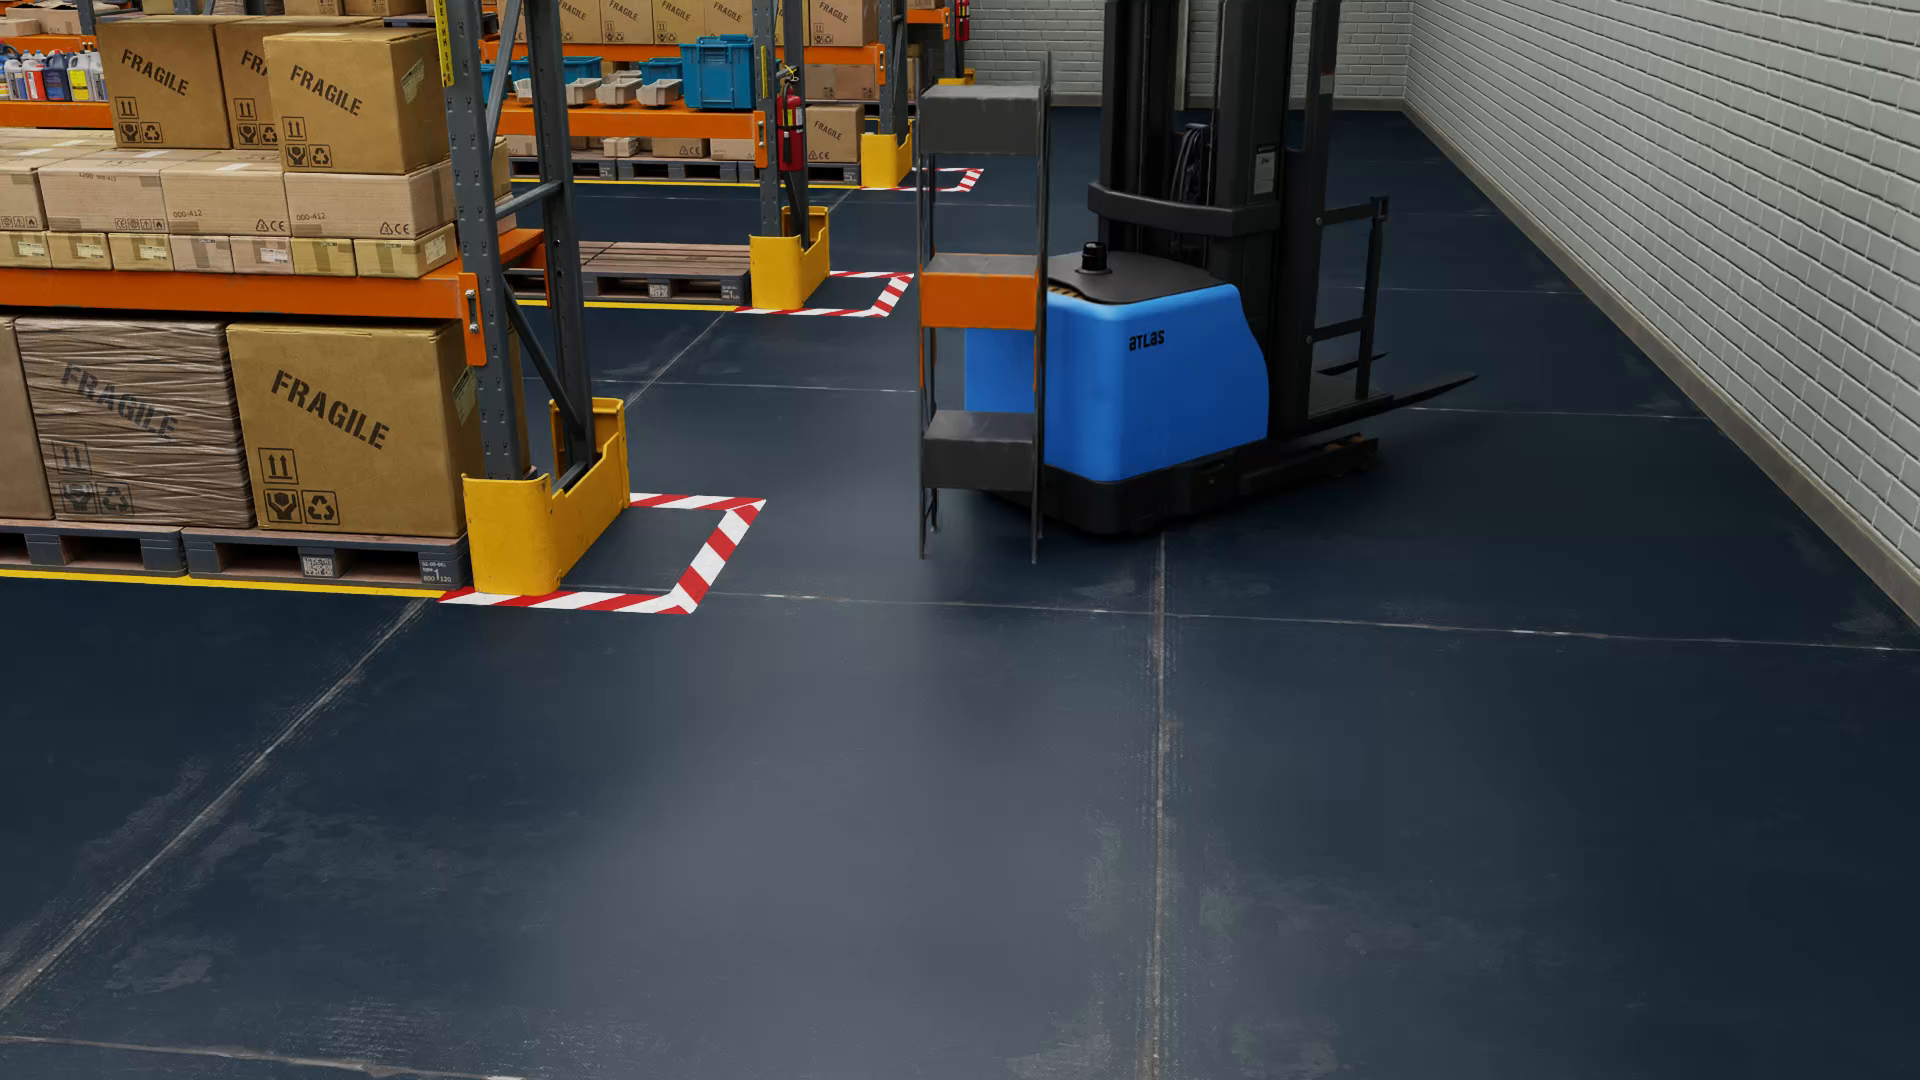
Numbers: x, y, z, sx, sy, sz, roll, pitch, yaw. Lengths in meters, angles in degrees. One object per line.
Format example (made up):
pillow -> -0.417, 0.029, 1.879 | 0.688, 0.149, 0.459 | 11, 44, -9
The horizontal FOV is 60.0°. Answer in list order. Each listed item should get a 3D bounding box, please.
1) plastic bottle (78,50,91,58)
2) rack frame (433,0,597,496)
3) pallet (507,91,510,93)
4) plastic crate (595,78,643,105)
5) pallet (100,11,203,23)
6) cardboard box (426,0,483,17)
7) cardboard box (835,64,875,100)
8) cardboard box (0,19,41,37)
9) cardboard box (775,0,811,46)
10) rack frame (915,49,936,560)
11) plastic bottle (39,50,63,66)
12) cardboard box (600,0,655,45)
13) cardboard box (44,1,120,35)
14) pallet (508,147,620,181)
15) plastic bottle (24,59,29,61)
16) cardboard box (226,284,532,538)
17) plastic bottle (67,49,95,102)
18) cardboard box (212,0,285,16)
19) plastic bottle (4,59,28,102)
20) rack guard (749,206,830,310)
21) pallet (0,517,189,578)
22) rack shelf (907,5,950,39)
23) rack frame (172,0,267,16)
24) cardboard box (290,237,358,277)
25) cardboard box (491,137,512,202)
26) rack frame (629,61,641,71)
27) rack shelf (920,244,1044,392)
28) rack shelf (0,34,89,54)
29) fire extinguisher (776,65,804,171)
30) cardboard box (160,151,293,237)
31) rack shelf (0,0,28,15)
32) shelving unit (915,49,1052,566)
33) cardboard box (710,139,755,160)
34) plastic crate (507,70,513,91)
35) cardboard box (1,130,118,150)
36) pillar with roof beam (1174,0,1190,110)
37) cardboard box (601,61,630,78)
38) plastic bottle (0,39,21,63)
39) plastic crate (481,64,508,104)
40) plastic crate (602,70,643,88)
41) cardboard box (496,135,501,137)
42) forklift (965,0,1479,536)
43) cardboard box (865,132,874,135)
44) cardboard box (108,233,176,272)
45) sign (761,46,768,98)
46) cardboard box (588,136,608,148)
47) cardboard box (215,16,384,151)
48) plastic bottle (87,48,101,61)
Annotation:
plastic bottle -> -6.538, -3.505, 12.394 | 0.135, 0.276, 0.152 | 2, 22, 6
rack frame -> -1.814, -1.382, 6.855 | 0.127, 3.000, 1.000 | 2, 22, 6
pallet -> -6.028, -5.741, 21.675 | 1.213, 0.211, 1.003 | 2, 22, 6
plastic crate -> -2.349, -3.082, 11.434 | 0.243, 0.136, 0.396 | 2, 22, 6
pallet -> -7.908, -5.252, 16.905 | 1.003, 0.211, 1.213 | 2, 22, 6
cardboard box -> -5.061, -5.516, 16.604 | 0.500, 0.500, 0.700 | -5, 22, -12
cardboard box -> -1.269, -5.856, 21.000 | 0.500, 0.500, 0.700 | 2, 22, 6
cardboard box -> -9.515, -5.166, 16.768 | 0.250, 0.149, 0.380 | 2, 22, 6
cardboard box -> -1.637, -4.986, 15.836 | 0.500, 0.500, 0.500 | 3, 22, 7
rack frame -> -0.143, -0.962, 7.016 | 0.015, 2.100, 0.400 | 3, 22, 7
plastic bottle -> -6.768, -3.515, 12.419 | 0.135, 0.276, 0.152 | 2, 22, 6
cardboard box -> -3.137, -5.053, 16.005 | 0.500, 0.500, 0.500 | 2, 22, 6
cardboard box -> -8.945, -5.335, 16.975 | 0.500, 0.311, 0.500 | 4, 22, 10
pallet -> -3.935, -3.845, 16.878 | 1.213, 0.211, 1.003 | 2, 22, 6
plastic bottle -> -6.634, -3.292, 11.863 | 0.097, 0.271, 0.097 | 0, 22, 0
cardboard box -> -2.459, -0.588, 7.165 | 0.875, 0.875, 0.875 | 2, 22, 6
plastic bottle -> -6.155, -3.261, 11.675 | 0.185, 0.351, 0.144 | 2, 22, 6
cardboard box -> -7.065, -5.491, 16.542 | 0.500, 0.500, 0.700 | 7, 23, 16
plastic bottle -> -6.630, -3.248, 11.744 | 0.135, 0.276, 0.152 | 2, 22, 6
rack guard -> -1.206, -2.031, 11.898 | 0.348, 0.500, 1.175 | 2, 22, 6
pallet -> -3.826, -0.145, 7.519 | 1.213, 0.211, 1.003 | 2, 22, 6
rack shelf -> -2.052, -6.559, 20.930 | 4.000, 0.370, 1.077 | 2, 22, 6
rack frame -> -5.204, -3.363, 11.867 | 0.127, 3.000, 1.000 | 2, 22, 6
cardboard box -> -2.465, -1.171, 6.663 | 0.250, 0.149, 0.380 | 3, 22, 7
cardboard box -> -2.259, -1.570, 7.130 | 0.500, 0.250, 0.500 | 2, 22, 5
rack frame -> -4.038, -6.980, 21.016 | 0.127, 3.000, 1.000 | 2, 22, 6
rack shelf -> 0.100, -0.938, 6.993 | 0.480, 0.518, 0.431 | 3, 22, 7
rack shelf -> -10.575, -5.097, 17.230 | 4.000, 0.370, 1.077 | 2, 22, 6
fire extinguisher -> -1.135, -2.808, 11.076 | 0.183, 0.674, 0.296 | 2, 22, 6
cardboard box -> -2.830, -1.397, 6.692 | 0.500, 0.250, 0.500 | 2, 22, 5
rack shelf -> -13.968, -7.078, 22.243 | 4.000, 0.370, 1.077 | 2, 22, 6
shelving unit -> 0.100, -0.950, 6.988 | 0.503, 2.100, 0.431 | 3, 22, 7
cardboard box -> -2.154, -3.910, 16.392 | 0.500, 0.250, 0.500 | 2, 22, 6
plastic crate -> -3.439, -3.303, 11.992 | 0.466, 0.136, 0.293 | 2, 22, 6
cardboard box -> -3.793, -1.634, 7.291 | 0.500, 0.250, 0.500 | 2, 22, 5
pillar with roof beam -> 2.211, -8.224, 16.003 | 0.400, 9.000, 9.100 | 2, 22, 6
cardboard box -> -4.698, -6.157, 21.285 | 0.750, 0.750, 0.750 | 3, 22, 7
plastic bottle -> -7.120, -3.566, 12.448 | 0.185, 0.351, 0.144 | 2, 22, 6
plastic crate -> -3.301, -3.136, 11.437 | 0.300, 0.233, 0.416 | 2, 22, 6
plastic crate -> -2.420, -3.300, 11.984 | 0.298, 0.136, 0.250 | 2, 22, 6
cardboard box -> -5.069, -4.324, 17.098 | 0.500, 0.500, 0.500 | 2, 22, 4
forklift -> 1.467, -1.805, 8.020 | 3.031, 2.935, 1.130 | -17, 27, -36
cardboard box -> -1.020, -4.021, 16.810 | 0.250, 0.149, 0.380 | 2, 22, 6
cardboard box -> -3.221, -1.204, 6.747 | 0.250, 0.149, 0.380 | 2, 22, 5
sign -> -1.280, -3.065, 10.890 | 0.005, 0.325, 0.100 | 2, 22, 6
cardboard box -> -3.638, -4.135, 17.098 | 0.250, 0.149, 0.380 | 2, 22, 6
cardboard box -> -2.756, -1.940, 7.047 | 0.500, 0.500, 0.500 | 2, 22, 5
plastic bottle -> -6.138, -3.313, 11.808 | 0.185, 0.351, 0.144 | 2, 22, 6
